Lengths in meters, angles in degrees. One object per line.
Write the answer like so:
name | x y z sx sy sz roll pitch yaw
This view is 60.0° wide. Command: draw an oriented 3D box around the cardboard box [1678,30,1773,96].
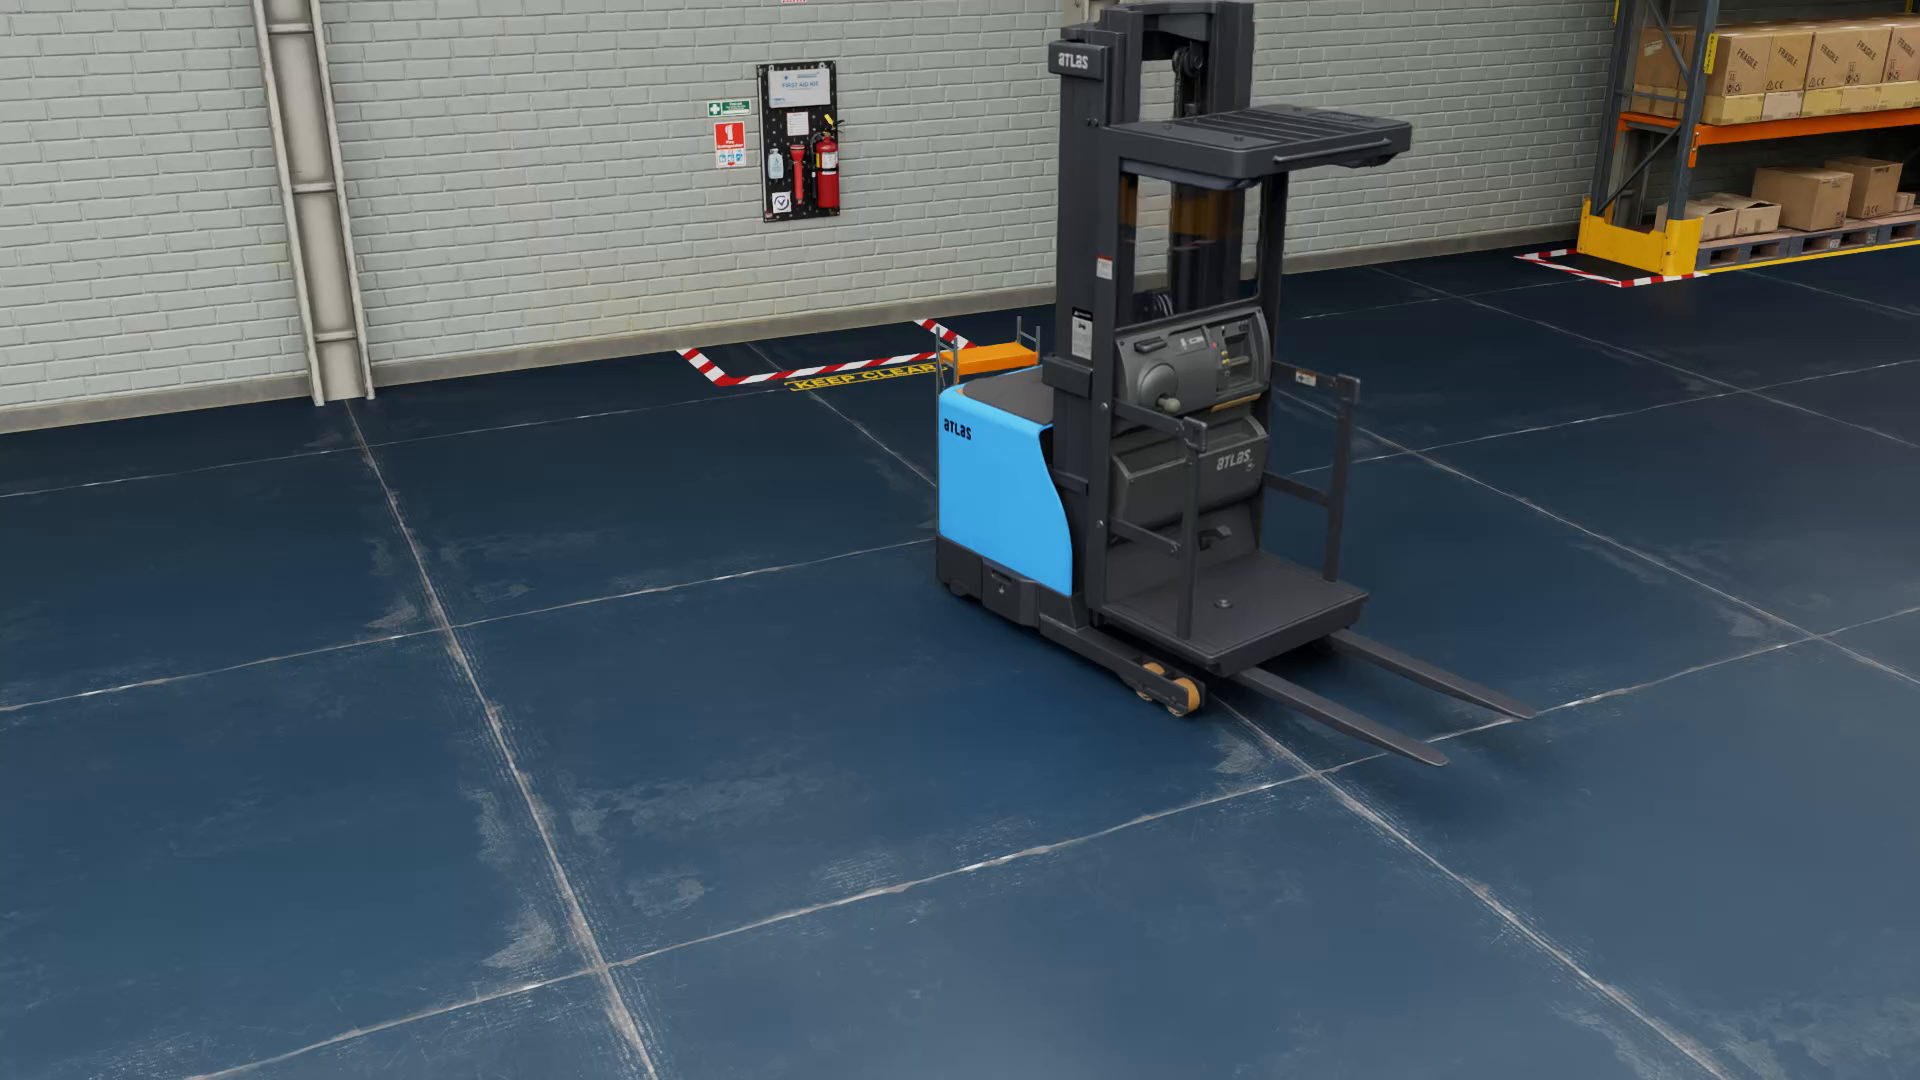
cardboard box | 6.781 -4.235 14.748 0.500 0.500 0.500 -10 25 -24

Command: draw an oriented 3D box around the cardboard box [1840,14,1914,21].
cardboard box | 8.843 -4.832 16.191 0.500 0.500 0.500 -11 25 -24

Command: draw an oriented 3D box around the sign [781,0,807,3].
sign | -1.224 -4.099 12.199 0.199 0.298 0.001 -10 25 -24

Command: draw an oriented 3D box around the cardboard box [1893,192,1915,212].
cardboard box | 9.356 -3.431 16.746 0.250 0.166 0.380 -14 26 -30

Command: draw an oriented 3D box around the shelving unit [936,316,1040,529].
shelving unit | 0.149 -0.582 9.087 0.503 1.200 0.258 -10 25 -24

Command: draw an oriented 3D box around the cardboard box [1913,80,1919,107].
cardboard box | 9.077 -4.313 15.918 0.500 0.250 0.500 -10 25 -23

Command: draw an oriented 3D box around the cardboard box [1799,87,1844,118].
cardboard box | 7.721 -4.058 15.300 0.500 0.250 0.500 -11 25 -24

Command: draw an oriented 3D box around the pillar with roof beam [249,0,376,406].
pillar with roof beam | -2.470 -3.685 6.385 0.400 9.000 9.100 -10 25 -24

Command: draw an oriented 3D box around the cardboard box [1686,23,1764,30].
cardboard box | 7.011 -4.491 15.366 0.500 0.500 0.500 -10 25 -23

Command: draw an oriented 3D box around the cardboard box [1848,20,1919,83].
cardboard box | 8.627 -4.573 15.565 0.500 0.500 0.500 -11 25 -25

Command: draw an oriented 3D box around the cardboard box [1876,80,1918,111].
cardboard box | 8.630 -4.224 15.704 0.500 0.250 0.500 -11 25 -24

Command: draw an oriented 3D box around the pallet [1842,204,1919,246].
pallet | 9.235 -3.224 16.763 1.213 0.211 1.003 -10 25 -24

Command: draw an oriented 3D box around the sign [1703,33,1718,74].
sign | 6.456 -4.186 14.308 0.005 0.325 0.100 -10 25 -24

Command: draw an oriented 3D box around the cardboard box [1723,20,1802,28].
cardboard box | 7.475 -4.578 15.577 0.500 0.500 0.500 -11 25 -25

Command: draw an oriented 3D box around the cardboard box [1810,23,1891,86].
cardboard box | 8.159 -4.486 15.356 0.500 0.500 0.500 -10 24 -22

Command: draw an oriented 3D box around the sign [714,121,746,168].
sign | -1.716 -2.955 12.420 0.234 0.329 0.001 -10 25 -24

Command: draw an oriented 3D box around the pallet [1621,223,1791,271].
pallet | 7.036 -2.819 15.785 1.213 0.211 1.003 -10 25 -24

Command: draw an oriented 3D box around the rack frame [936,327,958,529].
rack frame | -0.071 -0.541 8.989 0.015 1.200 0.240 -10 25 -24

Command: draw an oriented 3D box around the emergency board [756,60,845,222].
emergency board | -1.174 -2.995 12.563 0.643 1.169 0.194 -10 25 -24

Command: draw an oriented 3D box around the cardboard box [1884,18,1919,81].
cardboard box | 9.086 -4.653 15.758 0.500 0.500 0.500 -11 25 -24

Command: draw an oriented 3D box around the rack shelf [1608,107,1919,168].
rack shelf | 8.023 -3.972 15.864 4.000 0.370 1.077 -10 25 -24

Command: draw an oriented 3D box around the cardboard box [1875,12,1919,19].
cardboard box | 9.311 -4.917 16.395 0.500 0.500 0.500 -11 25 -25

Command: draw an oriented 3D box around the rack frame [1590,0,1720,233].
rack frame | 6.220 -3.973 14.925 0.127 3.000 1.000 -10 25 -24

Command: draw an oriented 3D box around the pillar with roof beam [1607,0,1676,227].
pillar with roof beam | 8.343 -5.675 11.194 0.400 9.000 9.100 -10 25 -24

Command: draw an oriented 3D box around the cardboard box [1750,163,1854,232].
cardboard box | 8.079 -3.304 16.002 0.500 0.500 0.700 -12 25 -27

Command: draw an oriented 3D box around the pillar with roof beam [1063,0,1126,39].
pillar with roof beam | 2.937 -4.680 8.790 0.400 9.000 9.100 -10 25 -24

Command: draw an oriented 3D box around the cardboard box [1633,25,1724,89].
cardboard box | 6.553 -4.410 15.172 0.500 0.500 0.500 -11 25 -24

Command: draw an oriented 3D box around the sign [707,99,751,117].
sign | -1.709 -3.198 12.313 0.331 0.109 0.001 -10 25 -24

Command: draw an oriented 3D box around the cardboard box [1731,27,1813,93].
cardboard box | 7.231 -4.313 14.937 0.500 0.500 0.500 -10 25 -23

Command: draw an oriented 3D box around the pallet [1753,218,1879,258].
pallet | 8.134 -3.020 16.270 1.213 0.211 1.003 -10 25 -24

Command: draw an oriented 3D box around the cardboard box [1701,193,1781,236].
cardboard box | 7.397 -3.112 15.786 0.500 0.311 0.500 -8 24 -19

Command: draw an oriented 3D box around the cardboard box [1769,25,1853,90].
cardboard box | 7.699 -4.397 15.139 0.500 0.500 0.500 -11 25 -25

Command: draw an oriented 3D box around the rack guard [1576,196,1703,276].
rack guard | 6.289 -2.830 15.434 0.348 0.500 1.175 -10 25 -24

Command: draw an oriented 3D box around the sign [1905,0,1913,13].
sign | 9.581 -5.362 16.767 0.005 0.325 0.100 -10 25 -24

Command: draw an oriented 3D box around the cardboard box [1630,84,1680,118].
cardboard box | 6.558 -4.057 15.299 0.500 0.250 0.500 -10 25 -23

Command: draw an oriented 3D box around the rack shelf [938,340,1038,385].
rack shelf | 0.149 -0.945 8.937 0.480 0.148 0.258 -10 25 -24

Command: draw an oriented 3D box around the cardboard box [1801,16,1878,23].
cardboard box | 8.391 -4.751 15.996 0.500 0.500 0.500 -10 24 -22

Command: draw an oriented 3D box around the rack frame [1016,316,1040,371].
rack frame | 0.369 -0.622 9.185 0.015 1.200 0.240 -10 25 -24

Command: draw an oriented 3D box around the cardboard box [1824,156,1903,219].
cardboard box | 8.907 -3.498 16.473 0.500 0.500 0.500 -12 26 -28

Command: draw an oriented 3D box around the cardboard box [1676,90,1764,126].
cardboard box | 6.798 -3.884 14.881 0.500 0.250 0.500 -11 25 -25

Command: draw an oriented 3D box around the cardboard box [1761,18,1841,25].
cardboard box | 7.929 -4.661 15.778 0.500 0.500 0.500 -10 25 -23

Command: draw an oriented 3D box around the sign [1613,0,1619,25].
sign | 5.998 -4.848 15.113 0.005 0.325 0.100 -10 25 -24

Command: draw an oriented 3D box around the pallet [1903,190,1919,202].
pallet | 10.526 -3.477 17.375 1.213 0.211 1.003 -10 25 -24

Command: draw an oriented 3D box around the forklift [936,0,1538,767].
forklift | 1.193 -0.790 7.327 1.130 2.935 3.031 -17 28 -36

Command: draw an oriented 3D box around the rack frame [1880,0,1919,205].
rack frame | 9.825 -4.636 16.528 0.127 3.000 1.000 -10 25 -24

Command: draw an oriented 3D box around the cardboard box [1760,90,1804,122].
cardboard box | 7.260 -3.975 15.101 0.500 0.250 0.500 -11 25 -25

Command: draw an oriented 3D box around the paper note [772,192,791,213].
paper note | -1.363 -2.582 12.718 0.142 0.148 0.016 -10 25 -24

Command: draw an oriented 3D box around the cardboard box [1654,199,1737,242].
cardboard box | 6.883 -3.017 15.558 0.500 0.311 0.500 -14 26 -30

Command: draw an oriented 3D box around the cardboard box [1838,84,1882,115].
cardboard box | 8.178 -4.141 15.501 0.500 0.250 0.500 -10 25 -23
